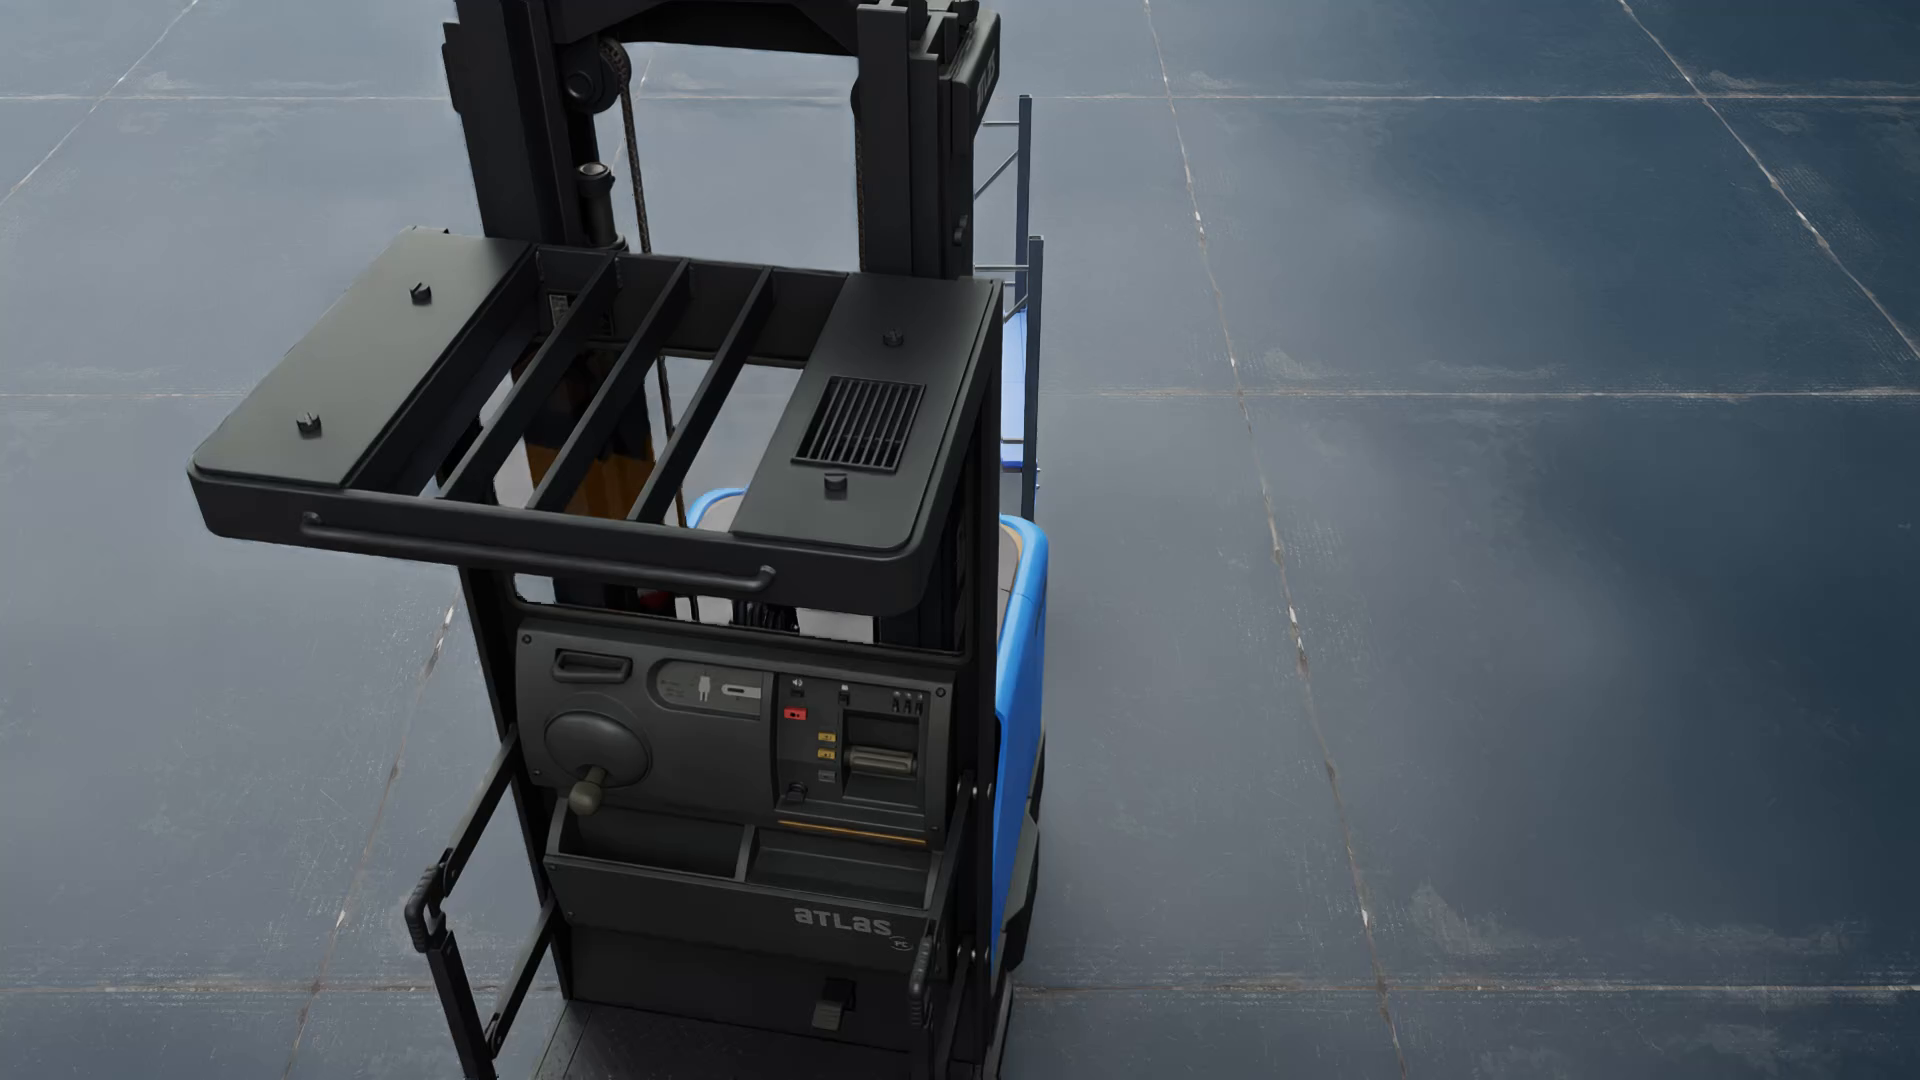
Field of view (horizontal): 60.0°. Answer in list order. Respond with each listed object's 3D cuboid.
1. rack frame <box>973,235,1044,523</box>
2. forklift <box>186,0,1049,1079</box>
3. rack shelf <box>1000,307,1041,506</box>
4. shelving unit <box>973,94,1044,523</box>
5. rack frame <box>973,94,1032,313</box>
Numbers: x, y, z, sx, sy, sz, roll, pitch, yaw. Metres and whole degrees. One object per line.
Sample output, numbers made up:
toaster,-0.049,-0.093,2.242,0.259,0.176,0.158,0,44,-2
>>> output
rack frame,0.000,-0.321,5.451,0.500,1.500,0.032,0,39,0
forklift,-0.513,0.486,3.300,1.130,2.935,3.031,7,39,8
rack shelf,0.000,-0.498,5.960,0.538,0.185,1.000,0,39,0
shelving unit,0.000,-0.639,5.848,0.538,1.500,1.048,0,39,0
rack frame,-0.001,-0.956,6.244,0.500,1.500,0.032,0,39,0
